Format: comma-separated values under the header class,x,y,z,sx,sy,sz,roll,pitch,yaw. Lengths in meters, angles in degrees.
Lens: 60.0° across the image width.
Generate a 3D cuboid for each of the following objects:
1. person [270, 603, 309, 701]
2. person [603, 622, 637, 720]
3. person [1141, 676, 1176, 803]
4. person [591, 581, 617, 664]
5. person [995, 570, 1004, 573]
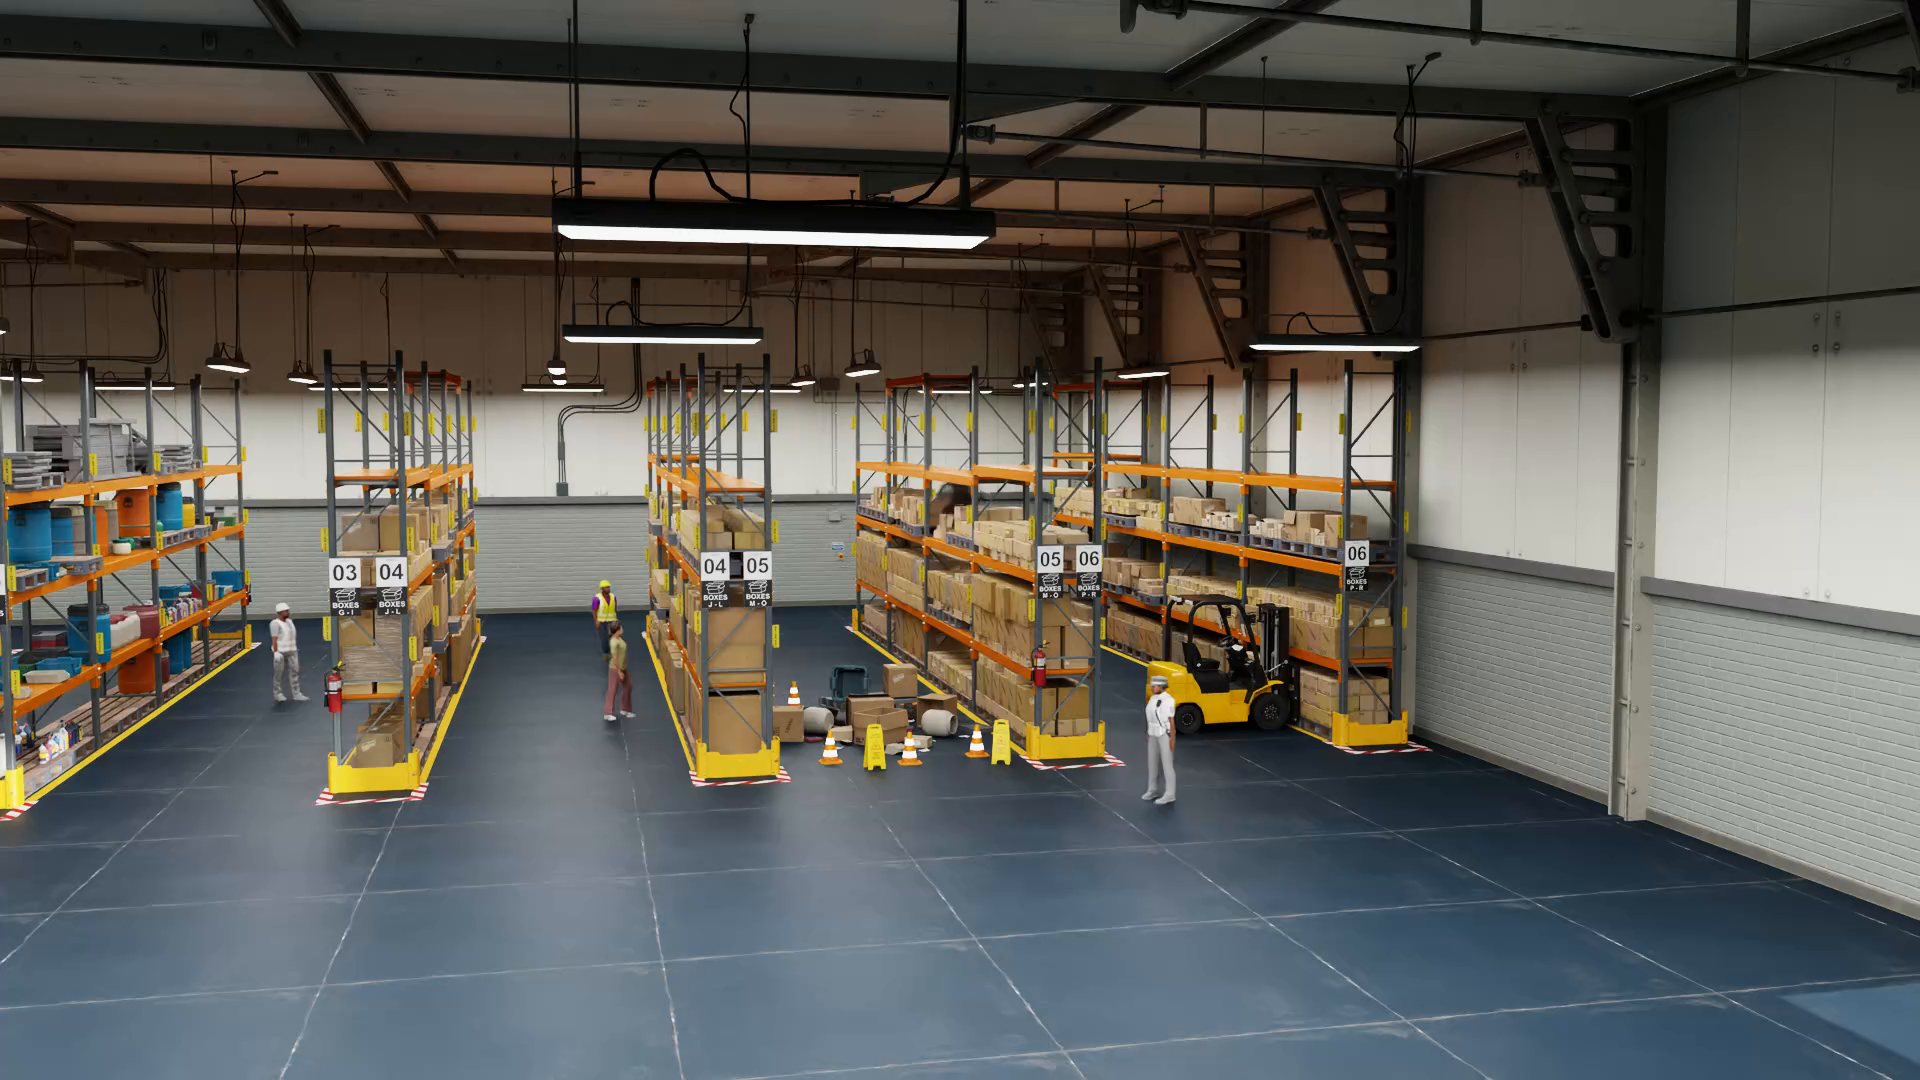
class,x,y,z,sx,sy,sz,roll,pitch,yaw
person,-12.129,2.029,30.008,0.595,1.785,0.595,2,5,31
person,-5.788,2.221,28.199,0.446,1.704,0.596,1,4,10
person,2.637,2.631,22.082,0.395,1.672,0.496,-3,5,-34
person,-7.433,1.701,34.732,0.504,1.702,1.030,0,4,-7
person,0.929,1.343,40.750,0.348,1.742,0.520,-4,5,-43
